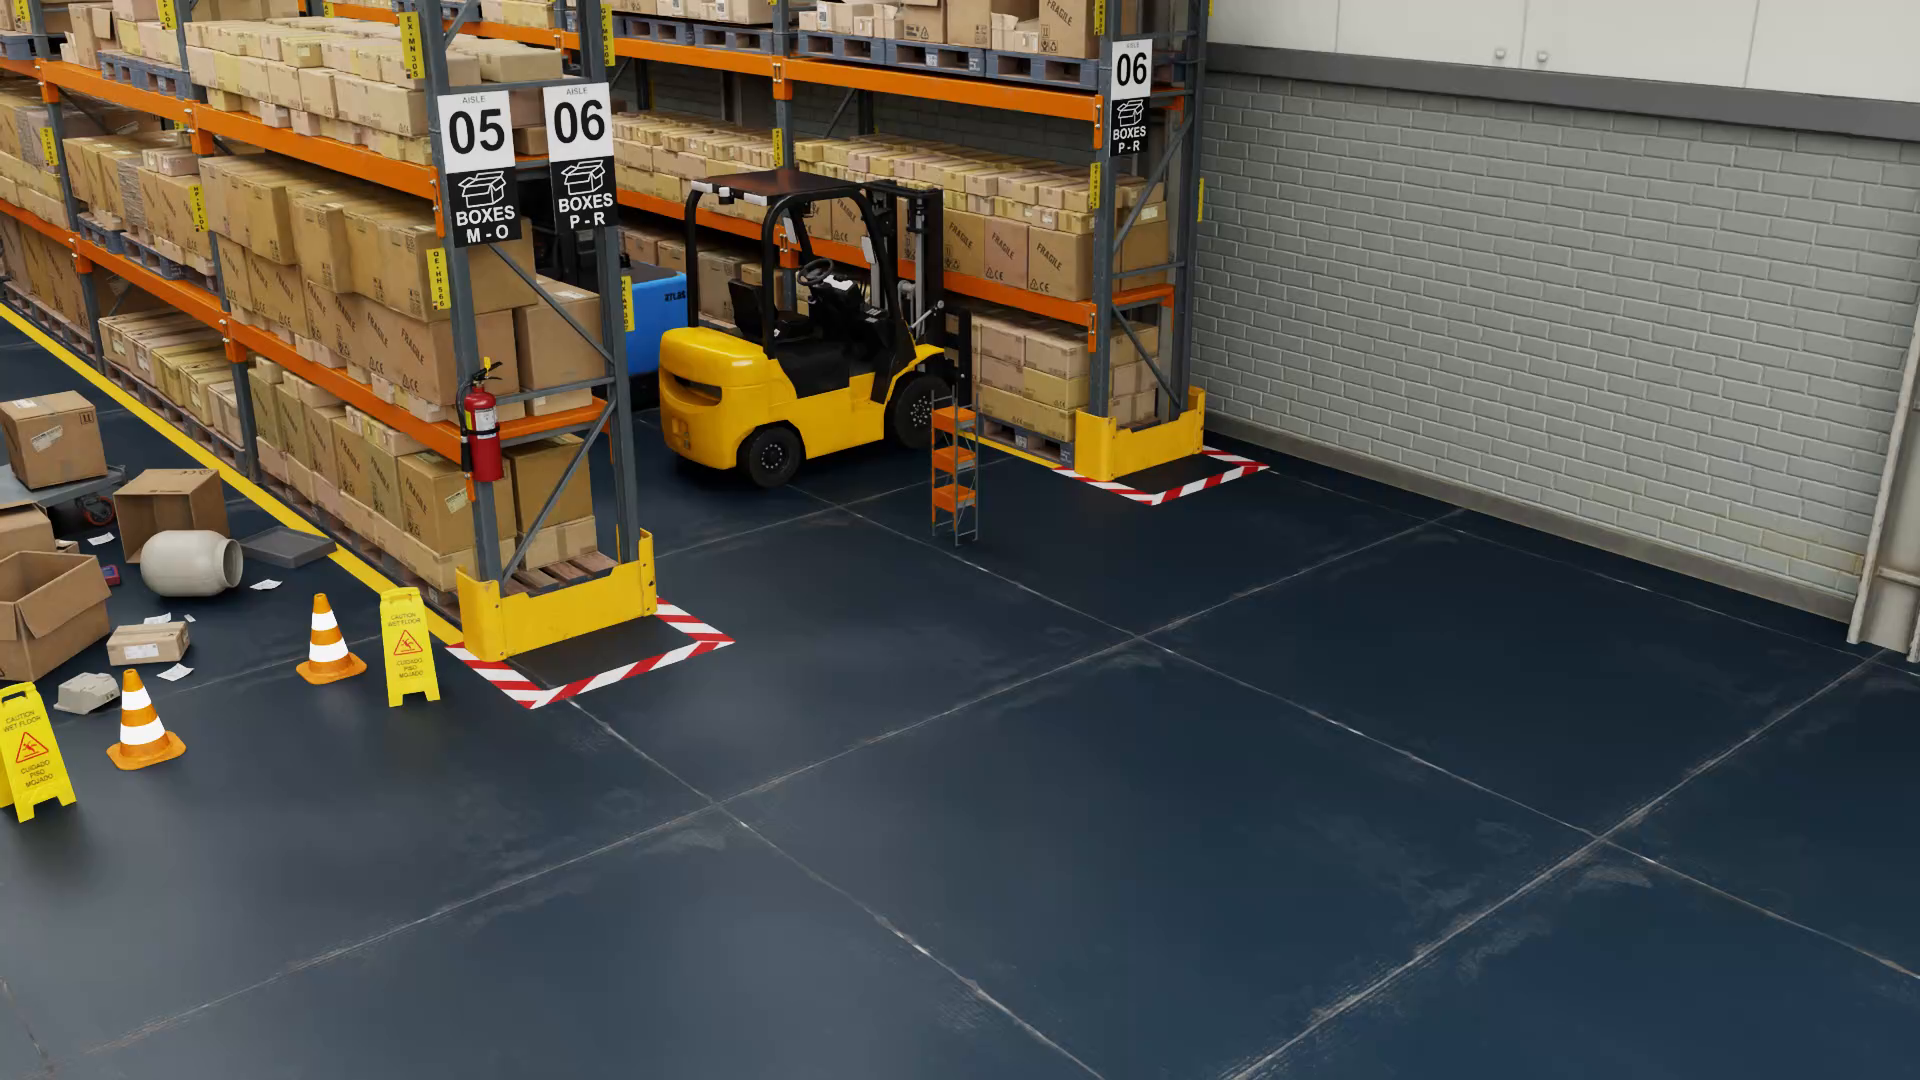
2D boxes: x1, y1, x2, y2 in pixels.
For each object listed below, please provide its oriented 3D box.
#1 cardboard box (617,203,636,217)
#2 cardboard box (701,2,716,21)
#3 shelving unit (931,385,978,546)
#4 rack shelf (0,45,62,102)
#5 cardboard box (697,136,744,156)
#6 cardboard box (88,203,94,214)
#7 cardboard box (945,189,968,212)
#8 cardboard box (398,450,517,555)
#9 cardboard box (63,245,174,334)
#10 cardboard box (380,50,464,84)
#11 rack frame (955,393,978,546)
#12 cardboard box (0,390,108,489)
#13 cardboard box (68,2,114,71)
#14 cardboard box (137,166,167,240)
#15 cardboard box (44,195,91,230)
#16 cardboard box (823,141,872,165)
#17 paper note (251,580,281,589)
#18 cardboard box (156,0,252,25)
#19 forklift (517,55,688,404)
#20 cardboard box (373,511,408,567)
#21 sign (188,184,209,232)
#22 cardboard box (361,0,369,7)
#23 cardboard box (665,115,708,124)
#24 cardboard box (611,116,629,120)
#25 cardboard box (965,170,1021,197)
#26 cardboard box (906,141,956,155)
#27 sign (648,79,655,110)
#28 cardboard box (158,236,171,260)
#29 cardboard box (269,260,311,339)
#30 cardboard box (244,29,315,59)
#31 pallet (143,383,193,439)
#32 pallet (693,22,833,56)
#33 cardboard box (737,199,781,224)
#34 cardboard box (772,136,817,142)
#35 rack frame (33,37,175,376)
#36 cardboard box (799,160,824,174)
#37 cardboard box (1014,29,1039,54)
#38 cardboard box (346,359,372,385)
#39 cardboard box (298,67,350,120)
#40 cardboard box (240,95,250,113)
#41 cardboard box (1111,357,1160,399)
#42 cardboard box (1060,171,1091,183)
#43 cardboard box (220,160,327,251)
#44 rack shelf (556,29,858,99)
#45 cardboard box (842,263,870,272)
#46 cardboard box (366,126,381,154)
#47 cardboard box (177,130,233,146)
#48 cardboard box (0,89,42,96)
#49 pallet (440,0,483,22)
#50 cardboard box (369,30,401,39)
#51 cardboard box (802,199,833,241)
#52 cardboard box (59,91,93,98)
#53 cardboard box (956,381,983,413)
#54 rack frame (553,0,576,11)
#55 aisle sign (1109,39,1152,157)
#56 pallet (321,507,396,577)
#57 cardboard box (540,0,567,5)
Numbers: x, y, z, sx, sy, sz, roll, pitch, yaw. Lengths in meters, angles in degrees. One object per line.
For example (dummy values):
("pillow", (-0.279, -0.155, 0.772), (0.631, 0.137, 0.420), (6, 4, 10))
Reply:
("cardboard box", (-3.932, -3.786, 18.999), (0.380, 0.149, 0.250), (-16, 26, -35))
("cardboard box", (-2.164, -4.882, 15.354), (0.380, 0.149, 0.250), (-18, 27, -38))
("shelving unit", (-0.035, -0.504, 11.330), (0.215, 1.050, 0.252), (-17, 27, -37))
("rack shelf", (-8.891, -4.665, 16.156), (1.077, 0.370, 4.000), (-17, 27, -37))
("cardboard box", (-2.305, -3.794, 16.032), (0.380, 0.149, 0.250), (-18, 28, -39))
("cardboard box", (-7.514, -2.996, 14.788), (0.380, 0.149, 0.250), (-19, 29, -40))
("cardboard box", (0.100, -2.750, 13.365), (0.380, 0.149, 0.250), (-17, 27, -37))
("cardboard box", (-3.084, -0.265, 10.213), (0.500, 0.500, 0.500), (-17, 27, -37))
("cardboard box", (-7.973, -2.468, 16.010), (0.875, 0.875, 0.875), (-18, 28, -38))
("cardboard box", (-2.947, -2.595, 9.136), (0.380, 0.149, 0.250), (-17, 27, -37))
("rack frame", (0.045, -0.470, 11.244), (0.200, 1.050, 0.008), (-17, 27, -37))
("cardboard box", (-6.303, -0.703, 11.554), (0.500, 0.500, 0.500), (-17, 27, -37))
("cardboard box", (-6.974, -4.230, 13.921), (0.700, 0.500, 0.500), (-17, 27, -37))
("cardboard box", (-6.106, -2.680, 13.093), (0.500, 0.500, 0.500), (-16, 27, -36))
("cardboard box", (-8.112, -3.059, 15.387), (0.500, 0.250, 0.500), (-19, 28, -39))
("cardboard box", (-0.980, -3.410, 14.644), (0.380, 0.149, 0.250), (-17, 27, -37))
("paper note", (-4.470, 0.284, 10.717), (0.148, 0.019, 0.142), (12, 24, 27))
("cardboard box", (-5.449, -3.831, 11.983), (0.500, 0.250, 0.500), (-17, 27, -36))
("forklift", (-3.733, -2.423, 13.650), (3.031, 2.935, 1.130), (-19, 29, -40))
("cardboard box", (-3.427, -0.060, 10.720), (0.500, 0.250, 0.500), (-17, 27, -37))
("sign", (-5.392, -2.352, 11.788), (0.100, 0.325, 0.005), (-17, 27, -37))
("cardboard box", (-7.380, -6.861, 21.120), (0.380, 0.149, 0.250), (-18, 27, -38))
("cardboard box", (-2.870, -4.358, 17.470), (0.380, 0.149, 0.250), (-18, 28, -38))
("cardboard box", (-3.667, -4.351, 17.453), (0.380, 0.149, 0.250), (-17, 27, -36))
("cardboard box", (0.265, -2.818, 13.132), (0.380, 0.149, 0.250), (-17, 27, -36))
("cardboard box", (-0.253, -3.396, 14.607), (0.380, 0.149, 0.250), (-18, 28, -38))
("sign", (-3.409, -4.906, 18.309), (0.100, 0.325, 0.005), (-17, 27, -37))
("cardboard box", (-6.042, -2.310, 13.038), (0.380, 0.149, 0.250), (-17, 27, -37))
("cardboard box", (-4.235, -1.668, 11.085), (0.500, 0.500, 0.500), (-18, 28, -38))
("cardboard box", (-4.307, -3.157, 10.569), (0.380, 0.149, 0.250), (-19, 28, -39))
("pallet", (-6.284, -1.200, 14.257), (1.003, 0.211, 1.213), (-17, 27, -37))
("pallet", (-1.802, -4.677, 15.461), (0.805, 0.209, 1.217), (-19, 28, -39))
("cardboard box", (-1.743, -3.136, 15.583), (0.500, 0.250, 0.500), (-17, 27, -36))
("cardboard box", (-1.581, -3.781, 15.999), (0.380, 0.149, 0.250), (-18, 27, -38))
("rack frame", (-7.585, -3.051, 15.161), (1.000, 3.000, 0.127), (-17, 27, -37))
("cardboard box", (-1.207, -3.327, 14.838), (0.380, 0.149, 0.250), (-18, 28, -38))
("cardboard box", (0.624, -3.702, 12.341), (0.380, 0.149, 0.250), (-18, 28, -39))
("cardboard box", (-3.657, -1.113, 10.557), (0.380, 0.149, 0.250), (-18, 28, -38))
("cardboard box", (-3.571, -2.665, 9.860), (0.500, 0.250, 0.500), (-17, 27, -36))
("cardboard box", (-4.582, -2.953, 11.143), (0.380, 0.149, 0.250), (-17, 27, -37))
("cardboard box", (1.245, -1.351, 13.329), (0.500, 0.250, 0.500), (-17, 27, -36))
("cardboard box", (1.009, -2.804, 13.096), (0.380, 0.149, 0.250), (-17, 27, -36))
("cardboard box", (-4.534, -2.277, 11.269), (0.700, 0.500, 0.500), (-17, 27, -37))
("rack shelf", (-2.522, -4.743, 16.354), (1.077, 0.370, 4.000), (-17, 27, -37))
("cardboard box", (-0.749, -2.420, 15.372), (0.500, 0.250, 0.500), (-17, 27, -36))
("cardboard box", (-3.143, -2.295, 9.462), (0.380, 0.149, 0.250), (-16, 27, -36))
("cardboard box", (-6.304, -3.349, 13.911), (0.380, 0.149, 0.250), (-19, 28, -40))
("cardboard box", (-9.448, -4.205, 16.600), (0.500, 0.500, 0.500), (-18, 28, -39))
("pallet", (-5.386, -6.165, 19.257), (1.213, 0.211, 1.003), (-17, 27, -37))
("cardboard box", (-3.518, -3.156, 10.566), (0.380, 0.149, 0.250), (-17, 27, -37))
("cardboard box", (-1.124, -2.990, 14.869), (0.500, 0.500, 0.500), (-18, 28, -39))
("cardboard box", (-8.706, -4.179, 16.533), (0.500, 0.500, 0.500), (-17, 27, -37))
("cardboard box", (0.212, -1.273, 13.817), (0.500, 0.250, 0.500), (-17, 27, -37))
("rack frame", (-3.827, -7.027, 17.087), (1.000, 3.000, 0.127), (-17, 27, -37))
("aisle sign", (1.215, -3.146, 11.838), (0.394, 0.787, 0.004), (-17, 27, -37))
("pallet", (-3.708, -0.133, 11.535), (1.003, 0.211, 1.213), (-17, 27, -37))
("cardboard box", (-4.241, -5.787, 17.692), (0.380, 0.149, 0.250), (-17, 27, -36))
